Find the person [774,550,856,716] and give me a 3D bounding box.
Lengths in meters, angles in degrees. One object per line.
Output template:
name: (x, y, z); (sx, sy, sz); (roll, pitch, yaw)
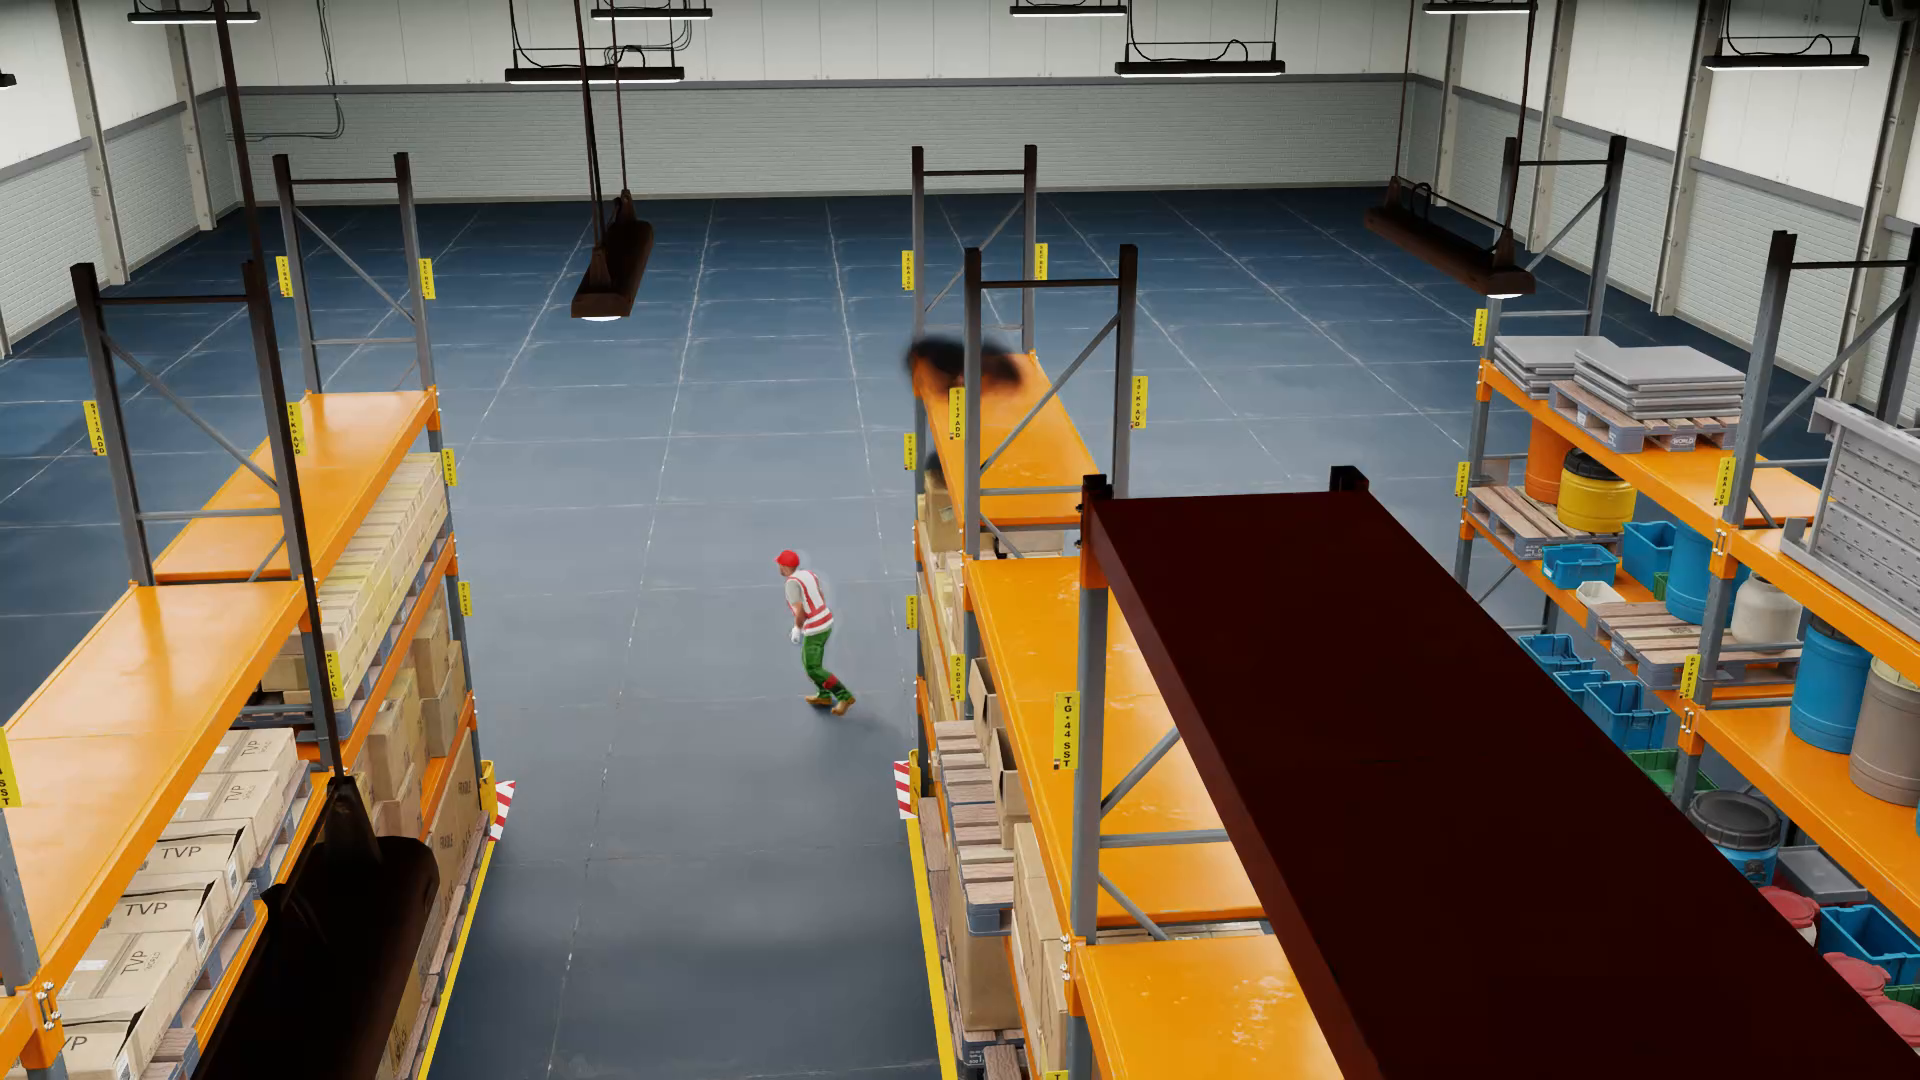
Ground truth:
person: (-1.483, 0.933, 17.077); (0.932, 1.630, 0.668); (6, 22, 16)
